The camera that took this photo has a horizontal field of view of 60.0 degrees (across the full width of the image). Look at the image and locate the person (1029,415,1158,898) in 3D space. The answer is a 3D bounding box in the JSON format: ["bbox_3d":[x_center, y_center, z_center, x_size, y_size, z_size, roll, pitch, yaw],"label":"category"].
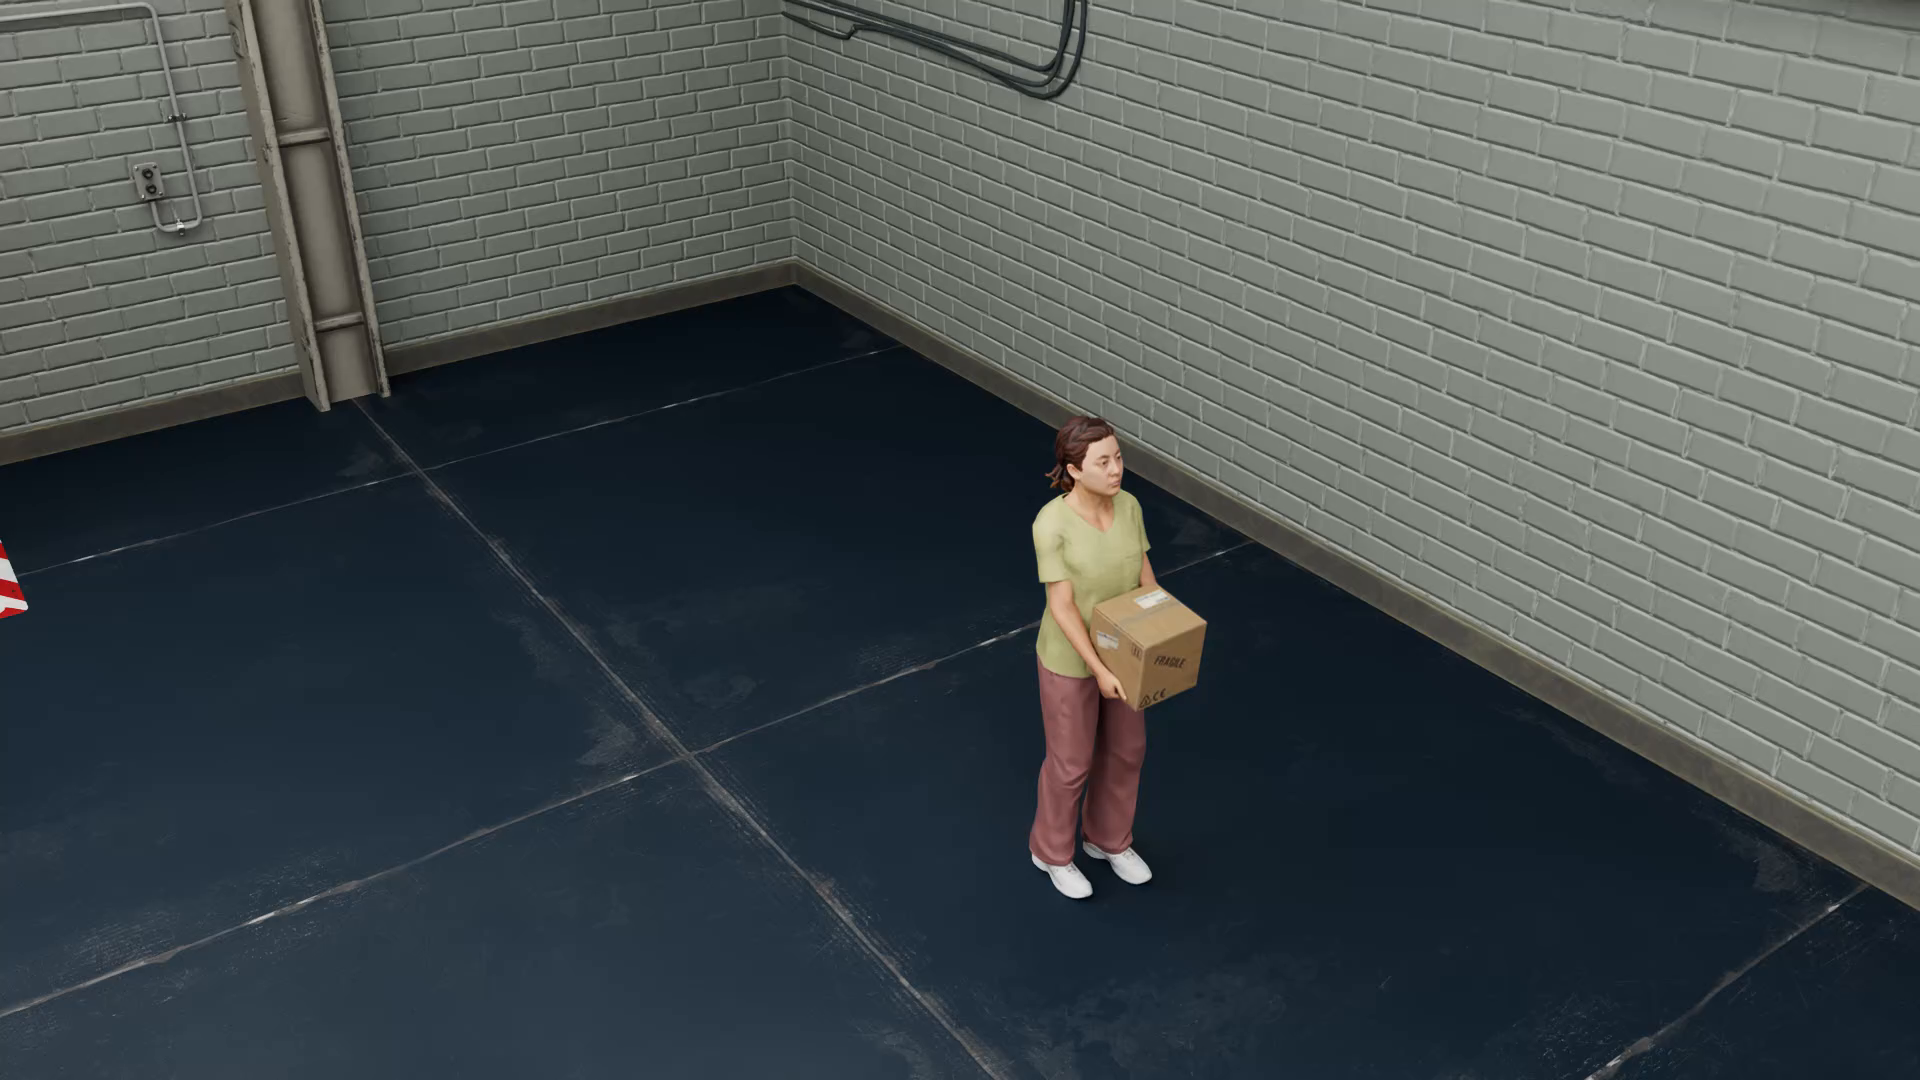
[{"bbox_3d":[0.464,0.524,5.447,0.428,1.406,0.551,-19,34,-30],"label":"person"}]
